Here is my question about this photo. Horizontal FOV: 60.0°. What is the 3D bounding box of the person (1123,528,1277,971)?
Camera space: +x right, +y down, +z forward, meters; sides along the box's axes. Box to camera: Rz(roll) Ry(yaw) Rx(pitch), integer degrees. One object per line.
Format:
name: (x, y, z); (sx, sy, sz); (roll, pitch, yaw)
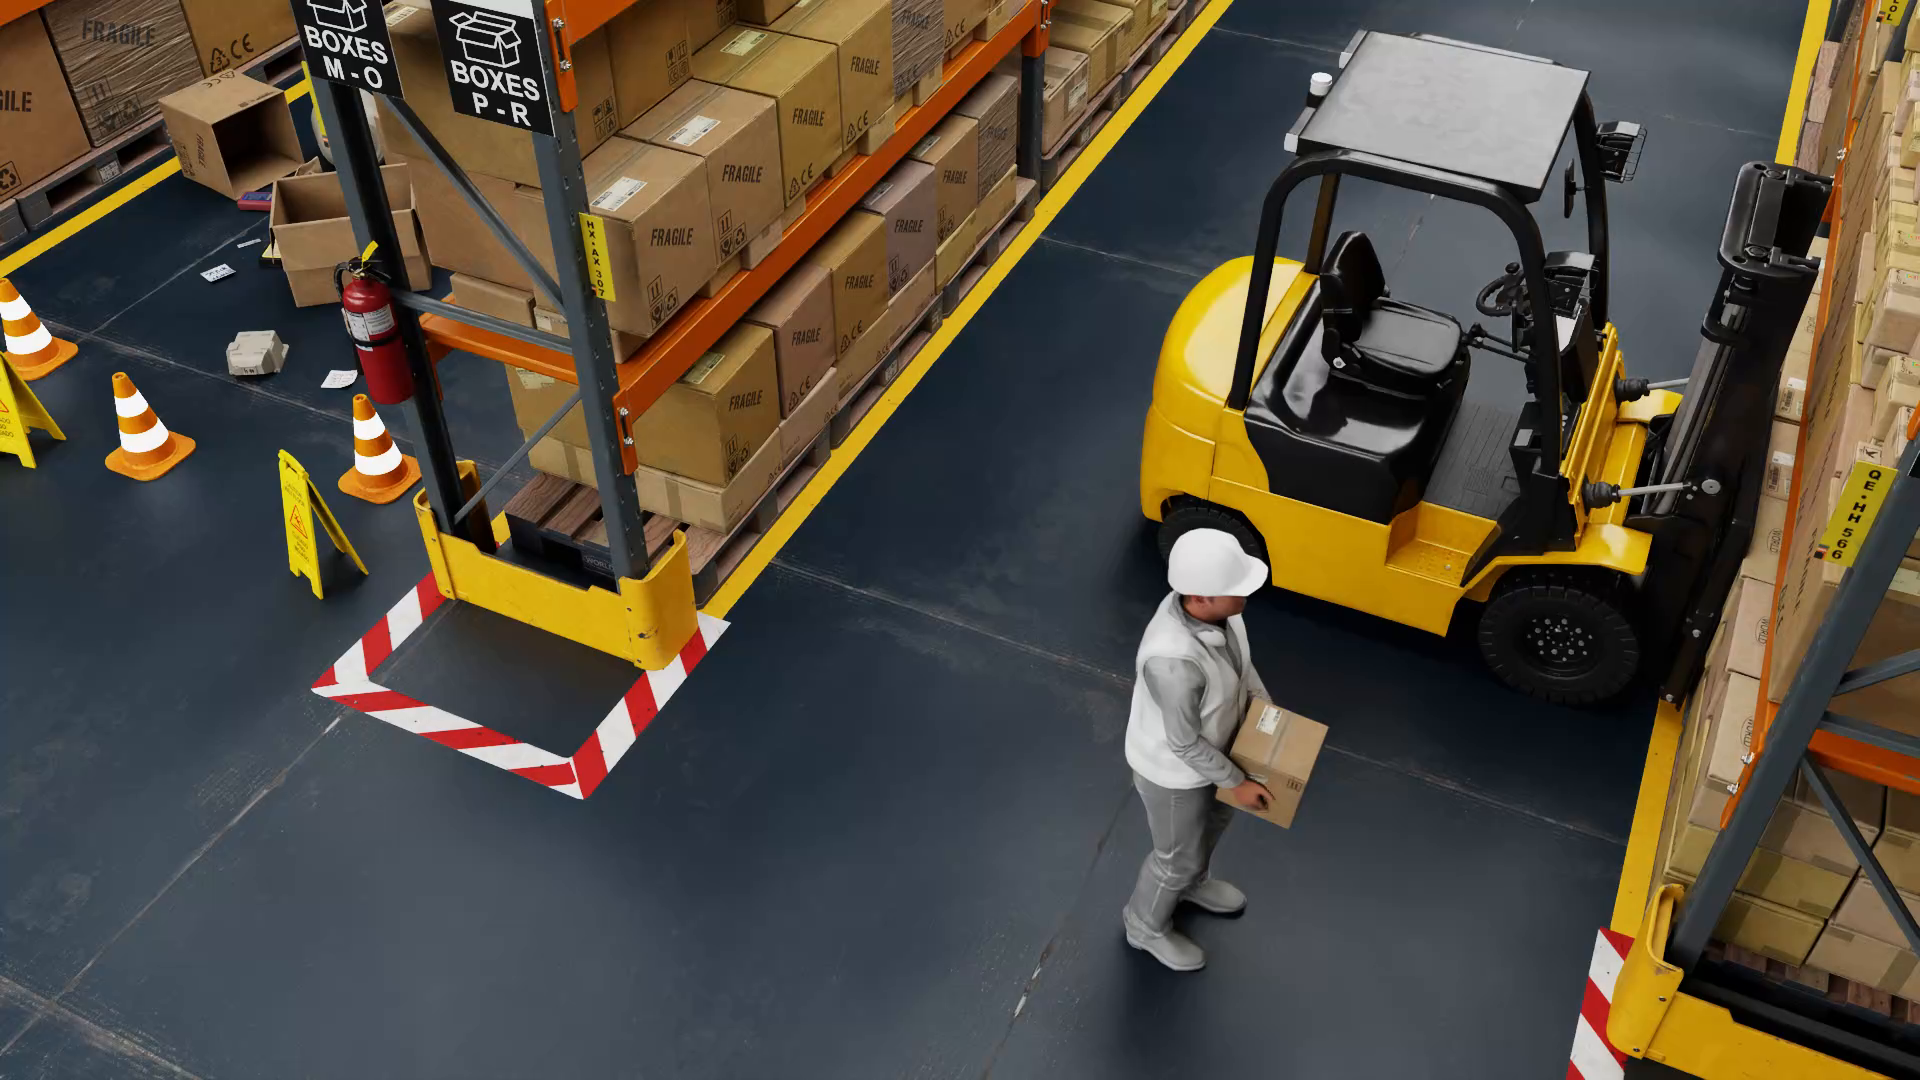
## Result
person: (0.806, 0.678, 5.374); (0.522, 1.779, 0.532); (17, 44, 18)
